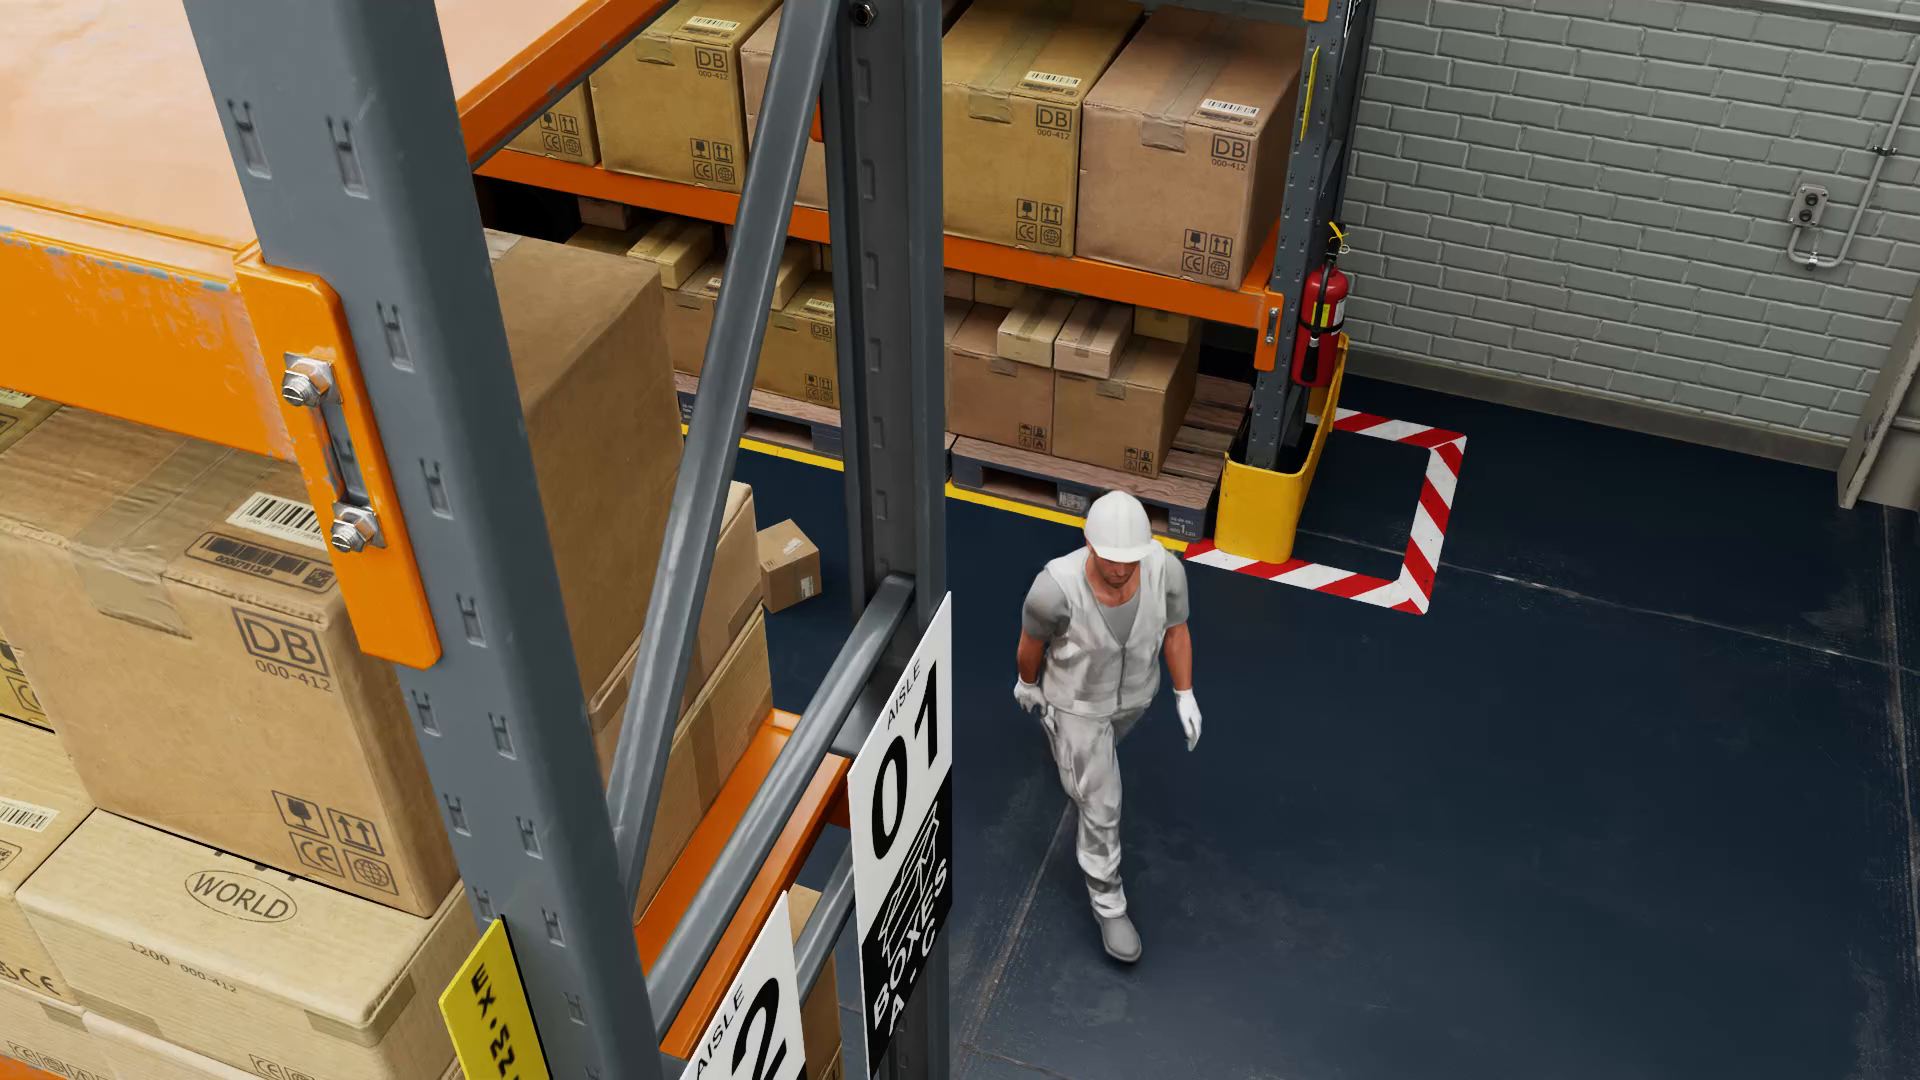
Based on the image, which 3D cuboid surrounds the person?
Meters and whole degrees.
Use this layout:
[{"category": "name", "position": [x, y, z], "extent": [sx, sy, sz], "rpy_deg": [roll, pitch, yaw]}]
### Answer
[{"category": "person", "position": [0.471, 0.483, 5.594], "extent": [0.541, 1.737, 1.110], "rpy_deg": [-15, 43, -17]}]
